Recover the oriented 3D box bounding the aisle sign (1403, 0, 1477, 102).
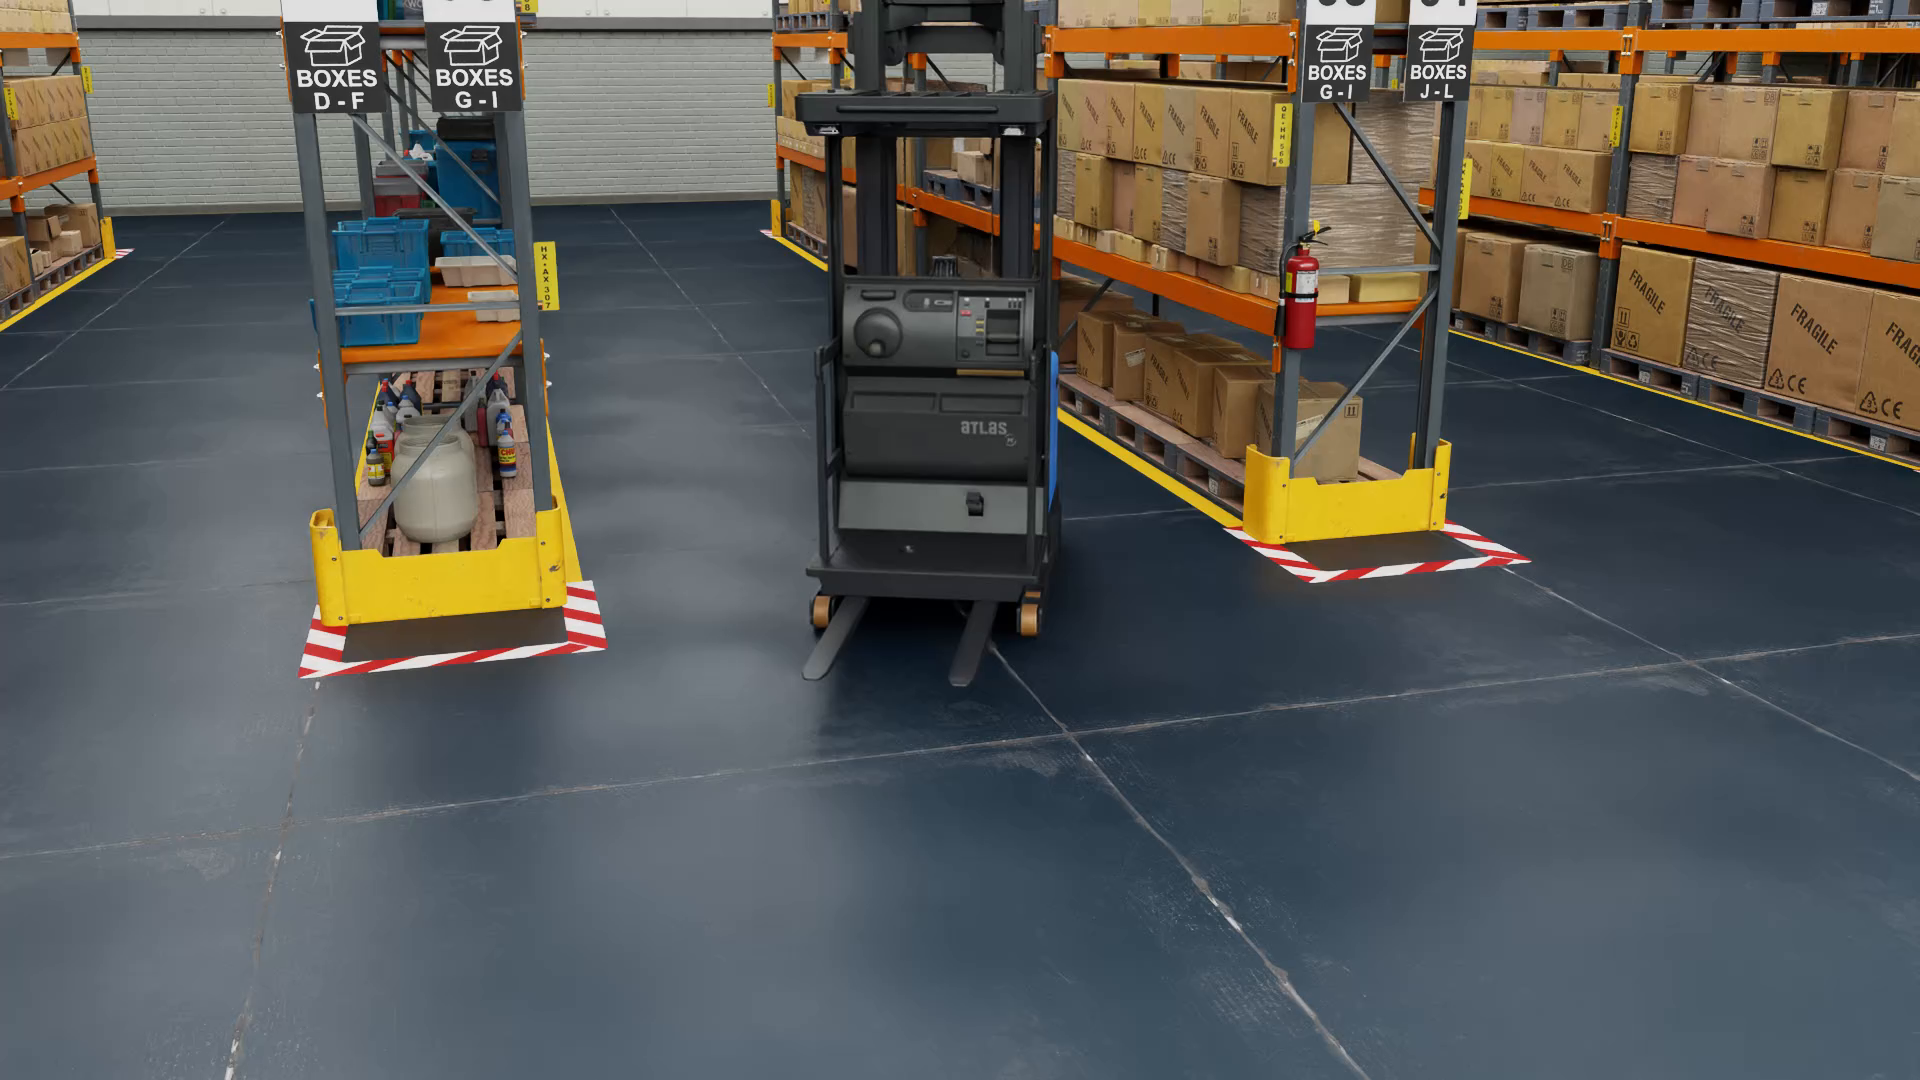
[{"bbox_3d":[2.556,-2.732,8.815,0.394,0.787,0.004,-5,17,-15],"label":"aisle sign"}]

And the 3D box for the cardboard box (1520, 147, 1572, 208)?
[{"bbox_3d":[5.409,-3.262,14.923,0.500,0.500,0.500,-5,17,-16],"label":"cardboard box"}]

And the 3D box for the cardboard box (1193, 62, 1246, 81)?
[{"bbox_3d":[3.361,-5.942,21.590,0.500,0.500,0.500,-5,18,-17],"label":"cardboard box"}]

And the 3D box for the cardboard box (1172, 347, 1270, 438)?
[{"bbox_3d":[1.744,-0.996,11.168,0.500,0.500,0.500,-3,17,-10],"label":"cardboard box"}]

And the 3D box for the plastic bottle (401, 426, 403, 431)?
[{"bbox_3d":[-3.464,-0.610,10.369,0.097,0.201,0.097,0,17,0],"label":"plastic bottle"}]

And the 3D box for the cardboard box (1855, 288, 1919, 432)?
[{"bbox_3d":[6.798,-1.211,11.231,0.875,0.875,0.875,-5,17,-15],"label":"cardboard box"}]

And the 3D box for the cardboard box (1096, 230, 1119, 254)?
[{"bbox_3d":[1.180,-2.105,11.684,0.380,0.149,0.250,-5,17,-15],"label":"cardboard box"}]

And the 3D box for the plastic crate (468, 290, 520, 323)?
[{"bbox_3d":[-2.448,-1.236,8.810,0.298,0.136,0.250,-5,17,-15],"label":"plastic crate"}]

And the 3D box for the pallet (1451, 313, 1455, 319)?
[{"bbox_3d":[4.993,-2.498,17.401,1.003,0.211,1.213,-5,17,-15],"label":"pallet"}]

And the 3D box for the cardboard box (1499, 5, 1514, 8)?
[{"bbox_3d":[8.080,-7.689,23.537,0.797,0.503,0.637,-3,17,-11],"label":"cardboard box"}]

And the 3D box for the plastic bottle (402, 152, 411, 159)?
[{"bbox_3d":[-5.549,-3.720,16.707,0.144,0.351,0.185,-5,17,-15],"label":"plastic bottle"}]

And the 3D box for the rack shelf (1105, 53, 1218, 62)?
[{"bbox_3d":[3.200,-6.809,22.943,1.077,0.370,4.000,-5,17,-15],"label":"rack shelf"}]

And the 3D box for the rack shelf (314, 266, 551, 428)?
[{"bbox_3d":[-3.061,-1.298,9.808,1.077,0.370,4.000,-5,17,-15],"label":"rack shelf"}]

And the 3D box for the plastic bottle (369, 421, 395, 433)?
[{"bbox_3d":[-3.519,-0.579,10.134,0.152,0.276,0.135,-5,17,-17],"label":"plastic bottle"}]

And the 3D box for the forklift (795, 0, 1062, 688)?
[{"bbox_3d":[-0.127,-1.044,7.832,1.130,2.935,3.031,2,17,6],"label":"forklift"}]

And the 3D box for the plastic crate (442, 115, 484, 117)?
[{"bbox_3d":[-6.637,-5.482,22.324,0.616,0.435,0.499,-5,17,-15],"label":"plastic crate"}]

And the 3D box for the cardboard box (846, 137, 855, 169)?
[{"bbox_3d":[-1.022,-4.562,19.250,0.500,0.500,0.500,-5,17,-15],"label":"cardboard box"}]

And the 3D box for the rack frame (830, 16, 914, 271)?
[{"bbox_3d":[-1.047,-4.800,20.217,1.000,3.000,0.127,-5,17,-15],"label":"rack frame"}]

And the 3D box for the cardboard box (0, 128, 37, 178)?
[{"bbox_3d":[-10.451,-4.228,18.140,0.500,0.500,0.500,-4,17,-14],"label":"cardboard box"}]

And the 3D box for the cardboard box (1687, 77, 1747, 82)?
[{"bbox_3d":[9.038,-5.267,19.861,0.500,0.500,0.500,-4,17,-14],"label":"cardboard box"}]

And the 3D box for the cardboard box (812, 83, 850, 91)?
[{"bbox_3d":[-1.564,-5.474,20.903,0.500,0.500,0.500,-5,17,-15],"label":"cardboard box"}]

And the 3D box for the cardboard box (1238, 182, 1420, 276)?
[{"bbox_3d":[2.126,-1.825,9.623,0.875,0.500,0.500,-5,17,-15],"label":"cardboard box"}]

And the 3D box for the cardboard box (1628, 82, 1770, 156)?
[{"bbox_3d":[6.017,-3.435,13.537,0.875,0.550,0.550,-5,17,-15],"label":"cardboard box"}]

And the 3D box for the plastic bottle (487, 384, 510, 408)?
[{"bbox_3d":[-3.015,-0.840,10.873,0.144,0.351,0.185,-5,17,-16],"label":"plastic bottle"}]

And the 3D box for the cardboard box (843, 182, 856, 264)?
[{"bbox_3d":[-0.852,-3.808,19.878,1.225,0.875,0.875,-5,17,-15],"label":"cardboard box"}]

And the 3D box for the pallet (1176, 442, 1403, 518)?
[{"bbox_3d":[2.041,-0.394,10.395,1.003,0.211,1.213,-5,17,-15],"label":"pallet"}]

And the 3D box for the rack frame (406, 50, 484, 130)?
[{"bbox_3d":[-6.908,-5.515,22.597,1.000,3.000,0.127,-5,17,-15],"label":"rack frame"}]

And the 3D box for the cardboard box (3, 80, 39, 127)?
[{"bbox_3d":[-10.574,-4.840,18.438,0.500,0.500,0.500,-5,18,-17],"label":"cardboard box"}]

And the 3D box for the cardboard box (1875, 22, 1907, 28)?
[{"bbox_3d":[10.027,-5.543,17.298,0.797,0.503,0.637,-5,17,-15],"label":"cardboard box"}]

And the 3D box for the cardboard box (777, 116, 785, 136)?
[{"bbox_3d":[-2.274,-5.823,23.366,0.500,0.250,0.500,-5,17,-17],"label":"cardboard box"}]

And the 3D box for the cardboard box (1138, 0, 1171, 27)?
[{"bbox_3d":[1.458,-3.378,10.529,0.500,0.250,0.500,-5,17,-16],"label":"cardboard box"}]

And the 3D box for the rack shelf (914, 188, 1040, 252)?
[{"bbox_3d":[0.602,-2.796,14.795,1.077,0.370,4.000,-5,17,-15],"label":"rack shelf"}]

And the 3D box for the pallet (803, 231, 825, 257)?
[{"bbox_3d":[-1.520,-4.019,22.464,1.003,0.211,1.213,-5,17,-15],"label":"pallet"}]

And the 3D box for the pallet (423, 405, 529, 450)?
[{"bbox_3d":[-3.466,-0.671,11.318,1.003,0.211,1.213,-5,17,-15],"label":"pallet"}]

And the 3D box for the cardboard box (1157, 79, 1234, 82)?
[{"bbox_3d":[1.678,-3.015,11.847,0.500,0.500,0.500,-5,17,-15],"label":"cardboard box"}]

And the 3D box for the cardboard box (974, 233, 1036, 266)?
[{"bbox_3d":[0.421,-2.737,15.627,0.500,0.250,0.500,-3,17,-9],"label":"cardboard box"}]

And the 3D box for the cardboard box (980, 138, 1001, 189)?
[{"bbox_3d":[0.586,-3.310,14.347,0.797,0.503,0.637,-3,17,-10],"label":"cardboard box"}]

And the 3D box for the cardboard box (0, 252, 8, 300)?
[{"bbox_3d":[-9.897,-2.641,16.611,0.500,0.500,0.500,-4,17,-15],"label":"cardboard box"}]

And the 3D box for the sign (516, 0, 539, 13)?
[{"bbox_3d":[-1.981,-2.572,7.571,0.100,0.325,0.005,-5,17,-15],"label":"sign"}]

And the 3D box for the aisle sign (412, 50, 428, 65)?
[{"bbox_3d":[-7.214,-6.756,22.211,0.394,0.787,0.004,-5,17,-15],"label":"aisle sign"}]

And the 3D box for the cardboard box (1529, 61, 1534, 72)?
[{"bbox_3d":[8.123,-6.562,23.045,0.380,0.149,0.250,-4,17,-14],"label":"cardboard box"}]

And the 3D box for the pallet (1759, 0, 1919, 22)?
[{"bbox_3d":[6.495,-3.781,11.766,1.003,0.211,1.213,-5,17,-15],"label":"pallet"}]

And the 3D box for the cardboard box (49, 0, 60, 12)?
[{"bbox_3d":[-11.148,-6.468,19.948,0.500,0.250,0.500,-5,17,-15],"label":"cardboard box"}]

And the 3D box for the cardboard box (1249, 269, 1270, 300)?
[{"bbox_3d":[1.906,-1.492,9.641,0.380,0.149,0.250,-5,17,-15],"label":"cardboard box"}]

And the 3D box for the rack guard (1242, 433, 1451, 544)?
[{"bbox_3d":[2.230,-0.304,9.596,1.175,0.500,0.348,-5,17,-15],"label":"rack guard"}]

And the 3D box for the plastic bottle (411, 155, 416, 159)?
[{"bbox_3d":[-5.730,-3.870,17.338,0.152,0.276,0.135,-5,17,-15],"label":"plastic bottle"}]

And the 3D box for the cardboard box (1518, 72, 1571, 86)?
[{"bbox_3d":[8.086,-6.219,23.029,0.500,0.500,0.500,-5,17,-16],"label":"cardboard box"}]

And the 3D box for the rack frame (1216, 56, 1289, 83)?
[{"bbox_3d":[3.750,-5.164,21.429,1.000,3.000,0.127,-5,17,-15],"label":"rack frame"}]

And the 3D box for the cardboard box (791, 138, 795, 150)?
[{"bbox_3d":[-2.082,-5.378,22.577,0.380,0.149,0.250,-5,17,-16],"label":"cardboard box"}]
